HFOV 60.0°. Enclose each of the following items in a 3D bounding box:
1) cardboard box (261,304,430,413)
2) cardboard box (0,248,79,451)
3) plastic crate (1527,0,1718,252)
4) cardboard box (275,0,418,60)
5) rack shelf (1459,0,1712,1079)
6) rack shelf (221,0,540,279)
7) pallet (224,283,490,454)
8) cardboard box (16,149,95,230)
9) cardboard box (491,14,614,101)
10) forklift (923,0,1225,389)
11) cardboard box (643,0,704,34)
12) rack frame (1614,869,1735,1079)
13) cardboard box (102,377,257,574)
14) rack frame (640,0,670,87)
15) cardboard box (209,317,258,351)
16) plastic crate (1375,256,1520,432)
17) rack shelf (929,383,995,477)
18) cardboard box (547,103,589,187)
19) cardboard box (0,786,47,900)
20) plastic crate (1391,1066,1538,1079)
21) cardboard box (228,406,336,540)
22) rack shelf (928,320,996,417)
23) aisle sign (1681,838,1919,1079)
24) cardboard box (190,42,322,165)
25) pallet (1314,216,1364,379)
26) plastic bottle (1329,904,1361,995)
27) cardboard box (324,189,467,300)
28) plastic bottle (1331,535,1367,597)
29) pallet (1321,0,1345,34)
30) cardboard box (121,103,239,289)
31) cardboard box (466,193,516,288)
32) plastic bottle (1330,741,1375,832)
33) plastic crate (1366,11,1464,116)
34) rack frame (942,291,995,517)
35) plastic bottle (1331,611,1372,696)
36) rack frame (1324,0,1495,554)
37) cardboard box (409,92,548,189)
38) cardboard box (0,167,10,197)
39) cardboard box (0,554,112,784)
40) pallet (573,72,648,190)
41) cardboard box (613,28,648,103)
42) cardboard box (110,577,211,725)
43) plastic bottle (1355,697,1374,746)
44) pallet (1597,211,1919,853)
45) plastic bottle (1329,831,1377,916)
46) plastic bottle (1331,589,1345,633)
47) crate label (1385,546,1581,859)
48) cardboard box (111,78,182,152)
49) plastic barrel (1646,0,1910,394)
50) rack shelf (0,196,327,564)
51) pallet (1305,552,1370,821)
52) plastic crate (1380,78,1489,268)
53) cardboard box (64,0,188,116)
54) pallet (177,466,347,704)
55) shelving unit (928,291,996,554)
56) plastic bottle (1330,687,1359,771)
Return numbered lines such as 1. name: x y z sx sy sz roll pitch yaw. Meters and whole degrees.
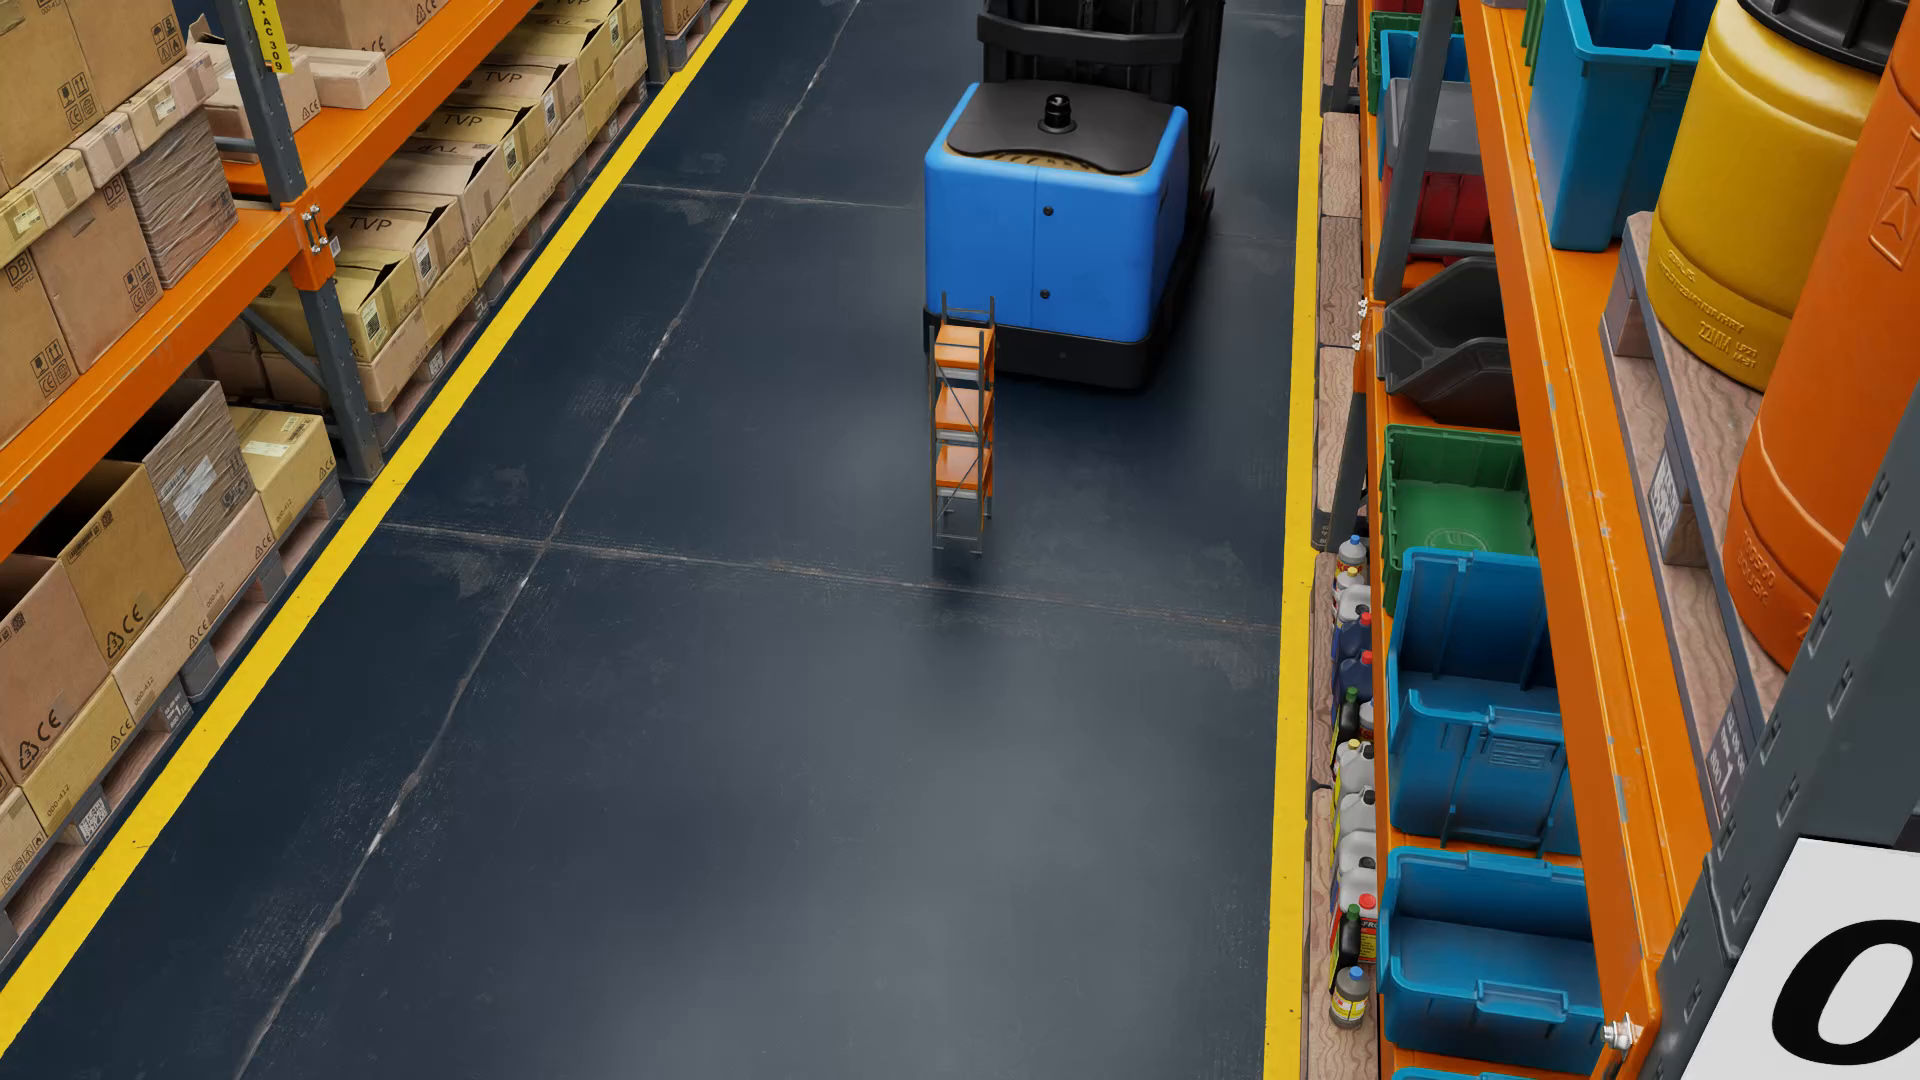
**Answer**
1. cardboard box: -2.653 -0.815 7.210 0.500 0.250 0.500 5 40 7
2. cardboard box: -3.213 -0.600 5.044 0.700 0.500 0.500 7 40 8
3. plastic crate: 1.253 -0.808 3.032 0.392 0.384 0.575 6 40 8
4. cardboard box: -2.726 -2.336 7.143 0.500 0.500 0.500 9 40 11
5. rack shelf: 1.565 -0.562 3.286 1.077 0.370 4.000 6 40 8
6. rack shelf: -2.620 -2.465 7.942 1.077 0.370 4.000 6 40 8
7. pallet: -2.877 -0.879 7.648 1.003 0.211 1.213 6 40 8
8. cardboard box: -2.935 -1.097 5.135 0.380 0.149 0.250 6 40 8
9. cardboard box: -2.206 -2.633 8.969 0.500 0.311 0.500 6 40 7
10. forklift: 0.716 -2.753 7.780 1.130 2.935 3.031 10 41 12
11. cardboard box: -1.914 -3.458 10.195 0.500 0.500 0.500 8 40 10
12. rack frame: 1.219 1.572 2.495 1.000 3.000 0.127 6 40 8
13. cardboard box: -2.929 -0.251 5.939 0.500 0.500 0.500 6 40 8
14. rack frame: -2.274 -3.997 9.231 1.000 3.000 0.127 6 40 8
15. cardboard box: -3.179 -1.091 7.104 0.500 0.311 0.500 6 40 8
16. plastic crate: 1.696 -0.600 5.171 0.767 0.338 0.504 6 40 8
17. rack shelf: 0.009 -0.430 6.463 0.215 0.259 0.240 6 40 8
18. cardboard box: -2.301 -2.103 8.768 0.500 0.250 0.500 7 40 9
19. cardboard box: -3.177 0.981 5.038 0.500 0.250 0.500 6 40 8
20. plastic crate: 1.011 1.282 2.962 0.499 0.251 0.616 6 40 8
21. cardboard box: -2.831 -0.274 6.556 0.500 0.250 0.500 6 40 8
22. rack shelf: 0.009 -0.649 6.282 0.215 0.259 0.240 6 40 8
23. aisle sign: 0.914 0.582 1.652 0.394 0.787 0.004 6 40 8
24. cardboard box: -2.924 -1.743 6.622 0.500 0.250 0.500 9 40 10
25. pallet: 2.218 -1.129 7.950 1.003 0.211 1.213 6 40 8
26. plastic bottle: 1.108 1.173 4.764 0.061 0.283 0.133 7 40 9
27. cardboard box: -2.558 -1.351 7.418 0.500 0.311 0.500 6 40 7
28. plastic bottle: 1.425 0.095 6.077 0.097 0.271 0.097 0 40 0
29. pallet: 2.913 -3.637 10.983 1.003 0.211 1.213 6 40 8
30. cardboard box: -3.037 -1.246 5.825 0.700 0.500 0.500 5 40 7
31. cardboard box: -2.476 -1.461 7.991 0.500 0.250 0.500 5 40 6
32. plastic bottle: 1.257 0.759 5.212 0.144 0.351 0.185 6 40 7
33. plastic crate: 1.935 -1.981 6.958 0.450 0.188 0.662 6 40 8
34. rack frame: 0.030 -0.515 6.549 0.200 1.050 0.008 6 40 8
35. plastic bottle: 1.363 0.374 5.678 0.144 0.351 0.185 7 40 9
36. rack frame: 1.912 -0.939 5.531 1.000 3.000 0.127 6 40 8
37. cardboard box: -2.385 -2.002 8.206 0.500 0.311 0.500 7 40 9
38. cardboard box: -3.211 -1.115 4.648 0.700 0.500 0.500 6 40 8
39. cardboard box: -3.085 0.379 5.177 0.500 0.500 0.500 6 40 8
40. pallet: -2.455 -2.410 9.500 1.003 0.211 1.213 6 40 8
41. cardboard box: -2.125 -2.743 9.541 0.500 0.250 0.500 7 40 9
42. cardboard box: -3.000 0.354 5.796 0.500 0.250 0.500 6 40 8
43. plastic bottle: 1.342 0.619 5.443 0.097 0.271 0.097 0 40 0
44. pallet: 1.459 -0.020 2.214 1.003 0.211 1.213 6 40 8
45. plastic bottle: 1.200 1.009 4.968 0.152 0.276 0.135 5 40 6
46. plastic bottle: 1.389 0.250 5.945 0.097 0.201 0.097 0 40 0
47. crate label: 1.271 0.373 3.917 0.502 0.435 0.616 6 40 8
48. cardboard box: -2.847 -1.426 5.534 0.380 0.149 0.250 6 40 7
49. plastic barrel: 1.291 -0.548 2.228 0.600 0.588 0.600 0 40 0
50. rack shelf: -3.313 0.045 4.906 1.077 0.370 4.000 6 40 8
51. pallet: 1.754 0.553 5.915 1.003 0.211 1.213 6 40 8
52. plastic crate: 1.694 -1.301 5.919 0.402 0.464 0.583 6 40 8
53. cardboard box: -3.037 -1.746 5.412 0.700 0.500 0.500 7 40 8
54. pallet: -3.145 0.082 6.485 1.003 0.211 1.213 6 40 8
55. shelving unit: 0.009 -0.438 6.456 0.215 1.050 0.252 6 40 8
56. plastic bottle: 1.261 0.617 5.436 0.061 0.283 0.133 8 40 10
